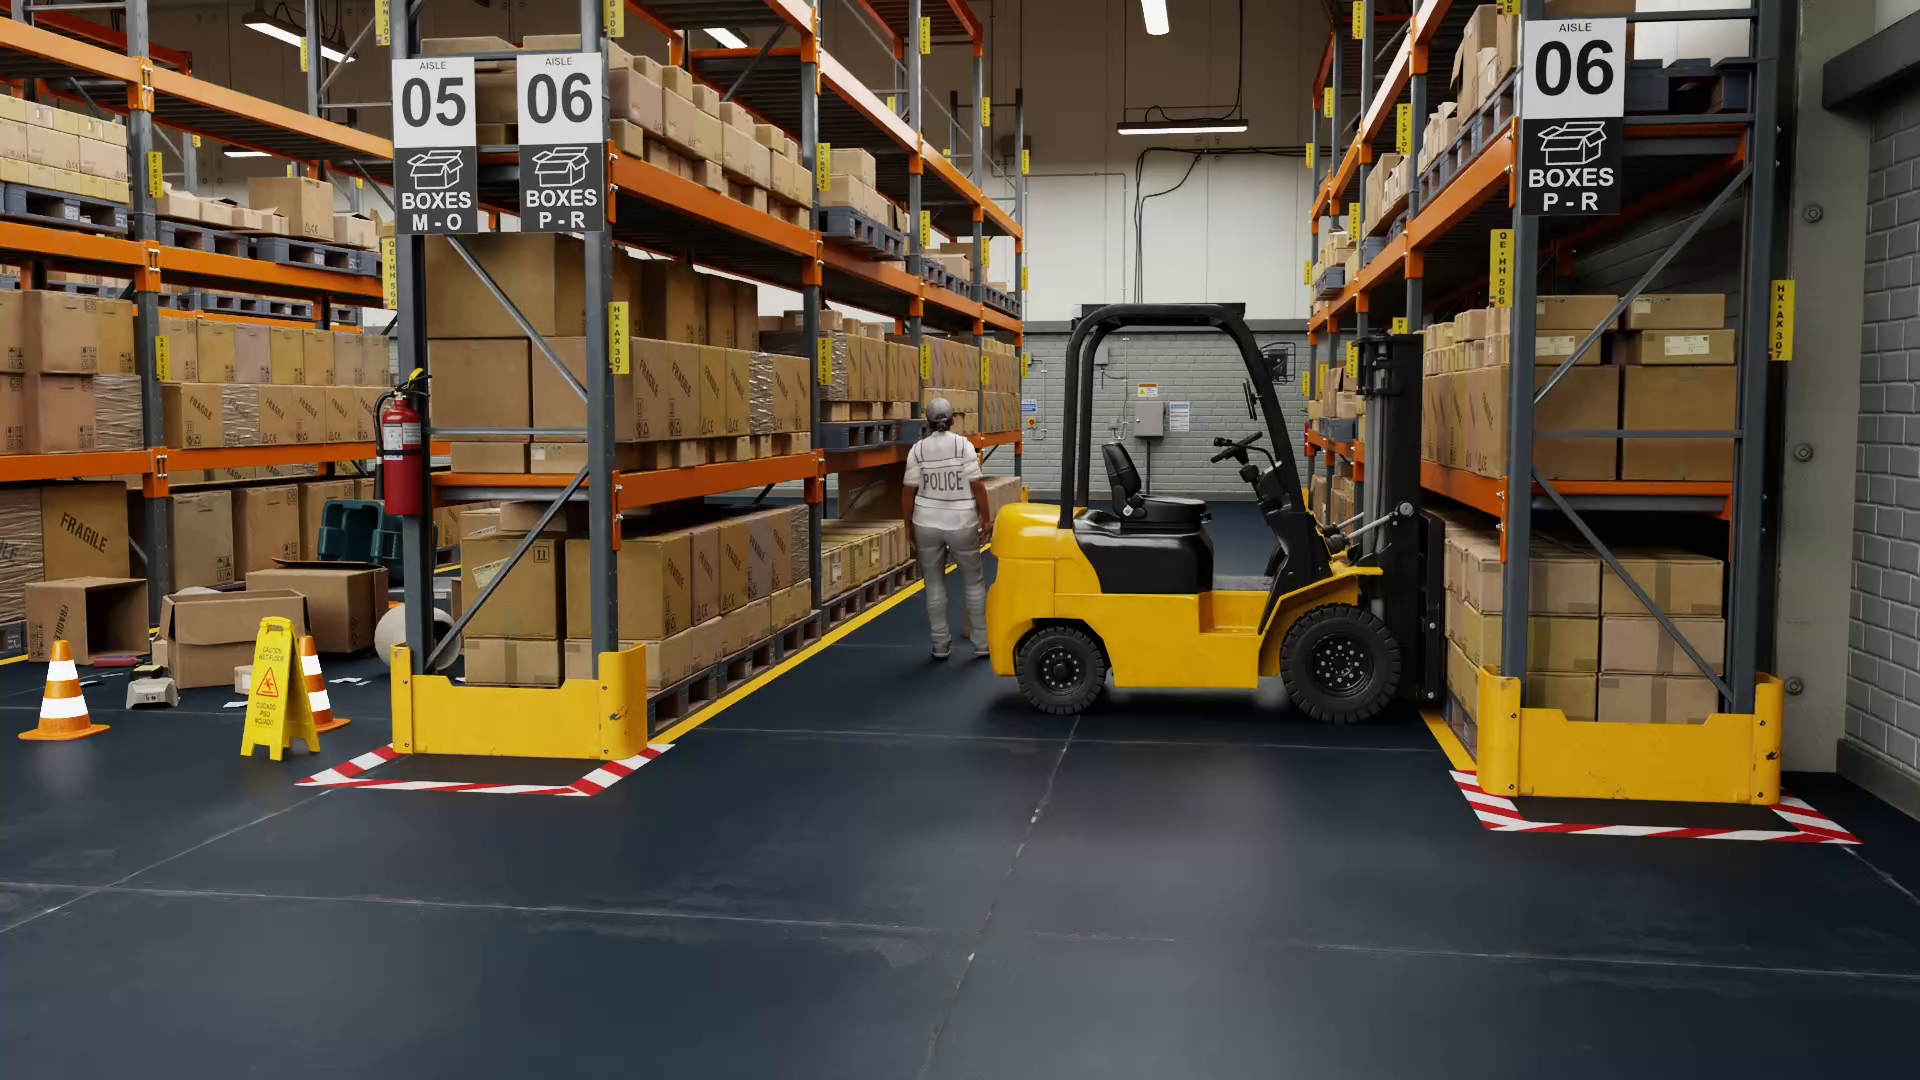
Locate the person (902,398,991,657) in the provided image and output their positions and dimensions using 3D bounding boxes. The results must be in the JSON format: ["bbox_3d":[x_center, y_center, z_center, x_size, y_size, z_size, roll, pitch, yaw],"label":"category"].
[{"bbox_3d":[-0.059,-0.077,10.715,0.598,1.670,0.526,1,5,8],"label":"person"}]
